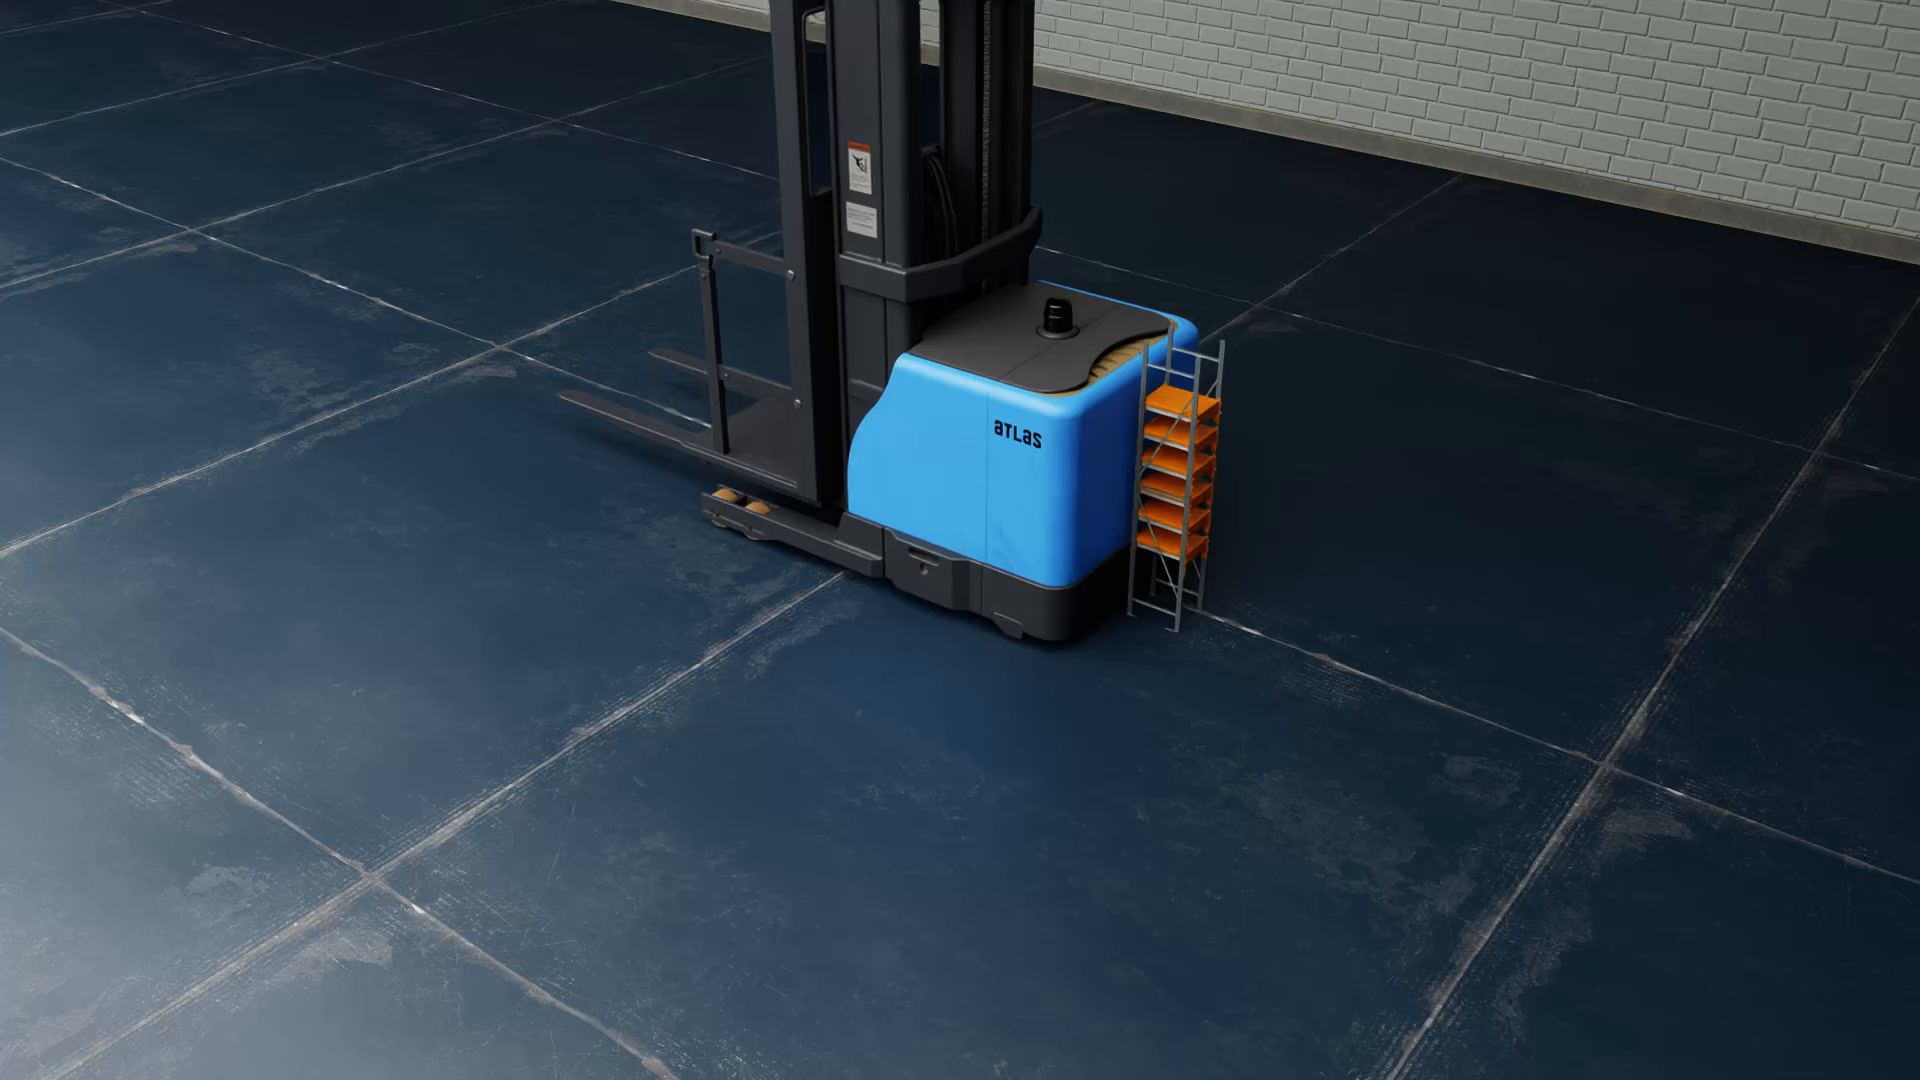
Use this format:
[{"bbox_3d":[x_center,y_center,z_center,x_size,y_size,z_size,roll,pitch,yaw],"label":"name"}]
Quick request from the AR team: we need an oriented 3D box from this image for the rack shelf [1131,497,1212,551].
[{"bbox_3d":[0.829,-0.075,6.522,0.258,0.103,0.180,20,36,30],"label":"rack shelf"}]

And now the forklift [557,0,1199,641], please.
[{"bbox_3d":[-0.523,-1.455,6.831,3.031,2.935,1.130,20,36,30],"label":"forklift"}]

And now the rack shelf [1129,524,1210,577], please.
[{"bbox_3d":[0.828,0.028,6.583,0.258,0.103,0.180,20,36,30],"label":"rack shelf"}]

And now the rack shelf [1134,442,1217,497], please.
[{"bbox_3d":[0.829,-0.282,6.400,0.258,0.103,0.180,20,36,30],"label":"rack shelf"}]

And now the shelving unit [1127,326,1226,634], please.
[{"bbox_3d":[0.829,-0.217,6.438,0.258,1.200,0.189,20,36,30],"label":"shelving unit"}]

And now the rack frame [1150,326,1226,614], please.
[{"bbox_3d":[0.883,-0.254,6.502,0.240,1.200,0.006,20,36,30],"label":"rack frame"}]

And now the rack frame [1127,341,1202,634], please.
[{"bbox_3d":[0.775,-0.179,6.375,0.240,1.200,0.006,20,36,30],"label":"rack frame"}]

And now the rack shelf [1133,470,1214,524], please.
[{"bbox_3d":[0.829,-0.178,6.461,0.258,0.103,0.180,20,36,30],"label":"rack shelf"}]

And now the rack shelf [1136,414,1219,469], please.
[{"bbox_3d":[0.829,-0.385,6.339,0.258,0.103,0.180,20,36,30],"label":"rack shelf"}]

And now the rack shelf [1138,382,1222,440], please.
[{"bbox_3d":[0.829,-0.488,6.277,0.258,0.103,0.180,20,36,30],"label":"rack shelf"}]
